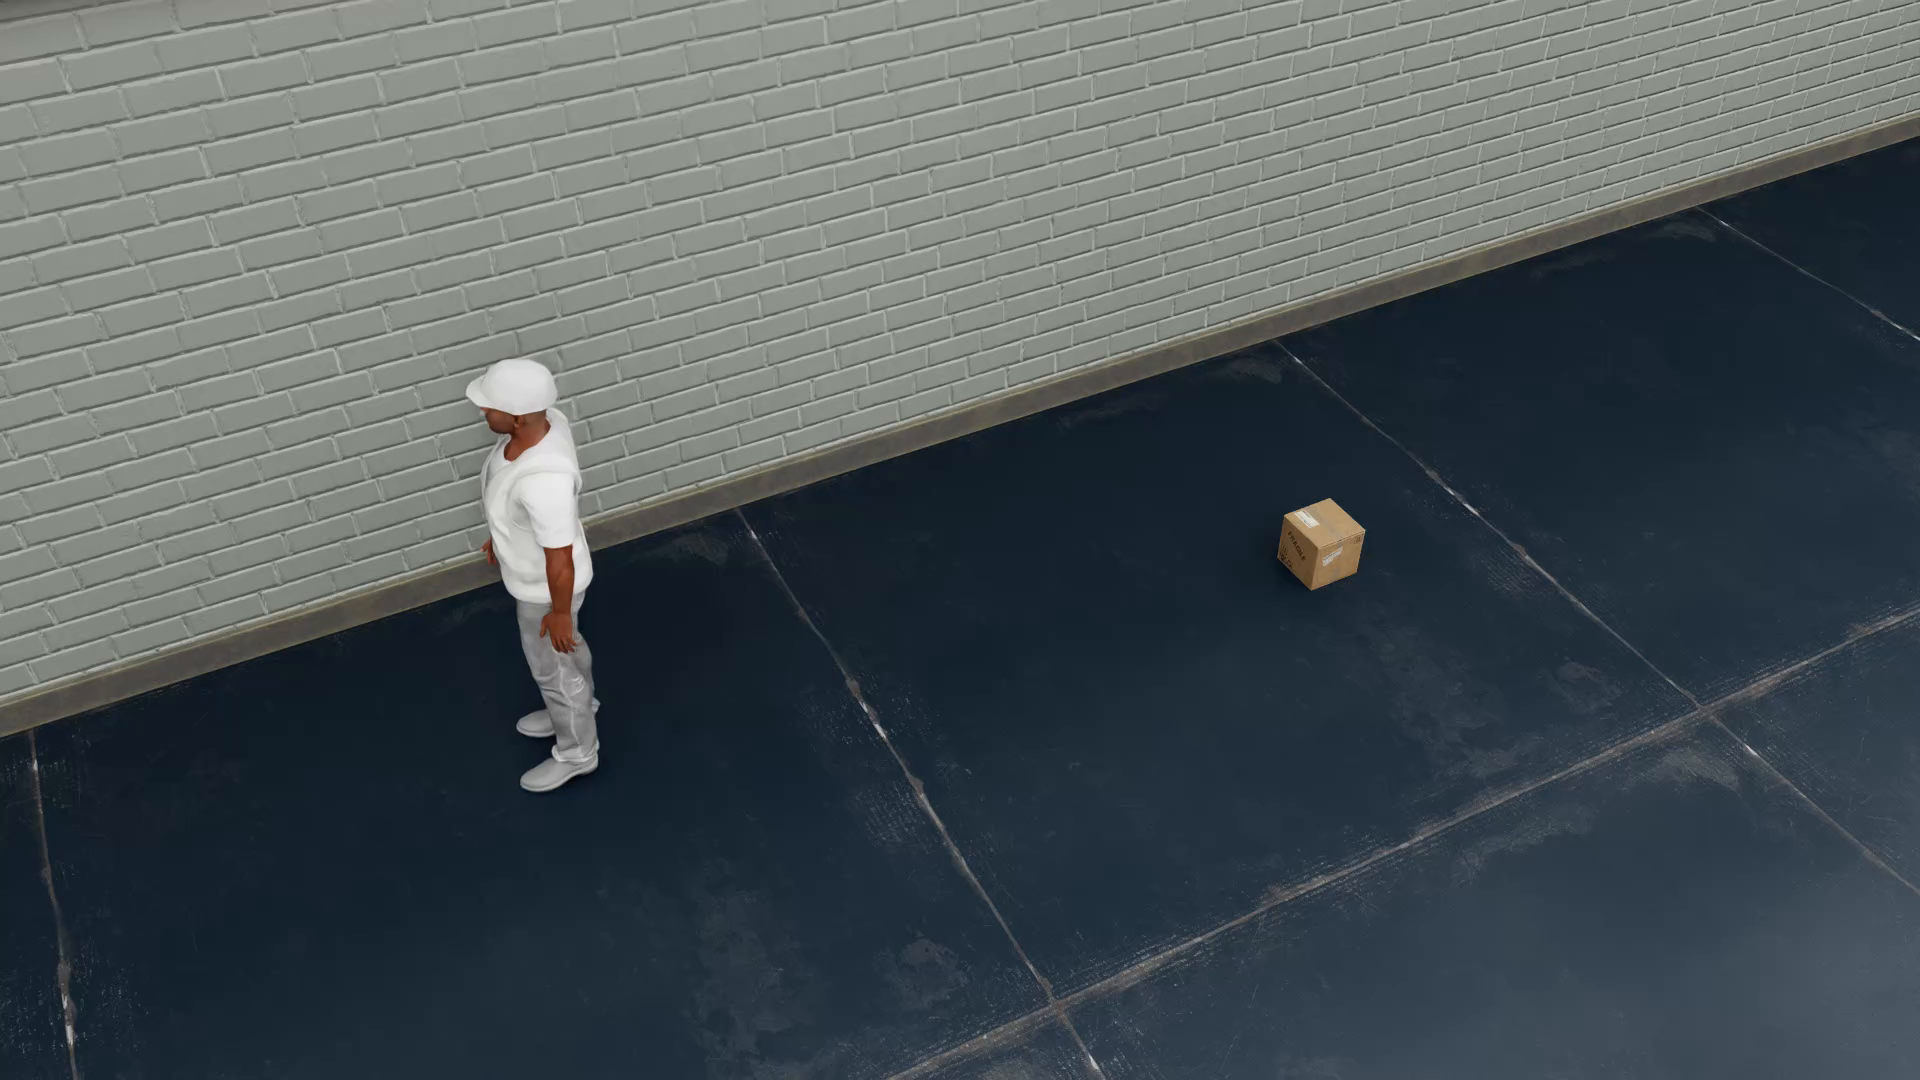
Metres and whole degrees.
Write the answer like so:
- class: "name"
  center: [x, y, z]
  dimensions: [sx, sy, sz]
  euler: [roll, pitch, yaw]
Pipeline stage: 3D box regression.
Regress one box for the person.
- class: "person"
  center: [-1.528, 0.117, 5.974]
  dimensions: [0.446, 1.786, 0.603]
  euler: [-12, 42, -13]
